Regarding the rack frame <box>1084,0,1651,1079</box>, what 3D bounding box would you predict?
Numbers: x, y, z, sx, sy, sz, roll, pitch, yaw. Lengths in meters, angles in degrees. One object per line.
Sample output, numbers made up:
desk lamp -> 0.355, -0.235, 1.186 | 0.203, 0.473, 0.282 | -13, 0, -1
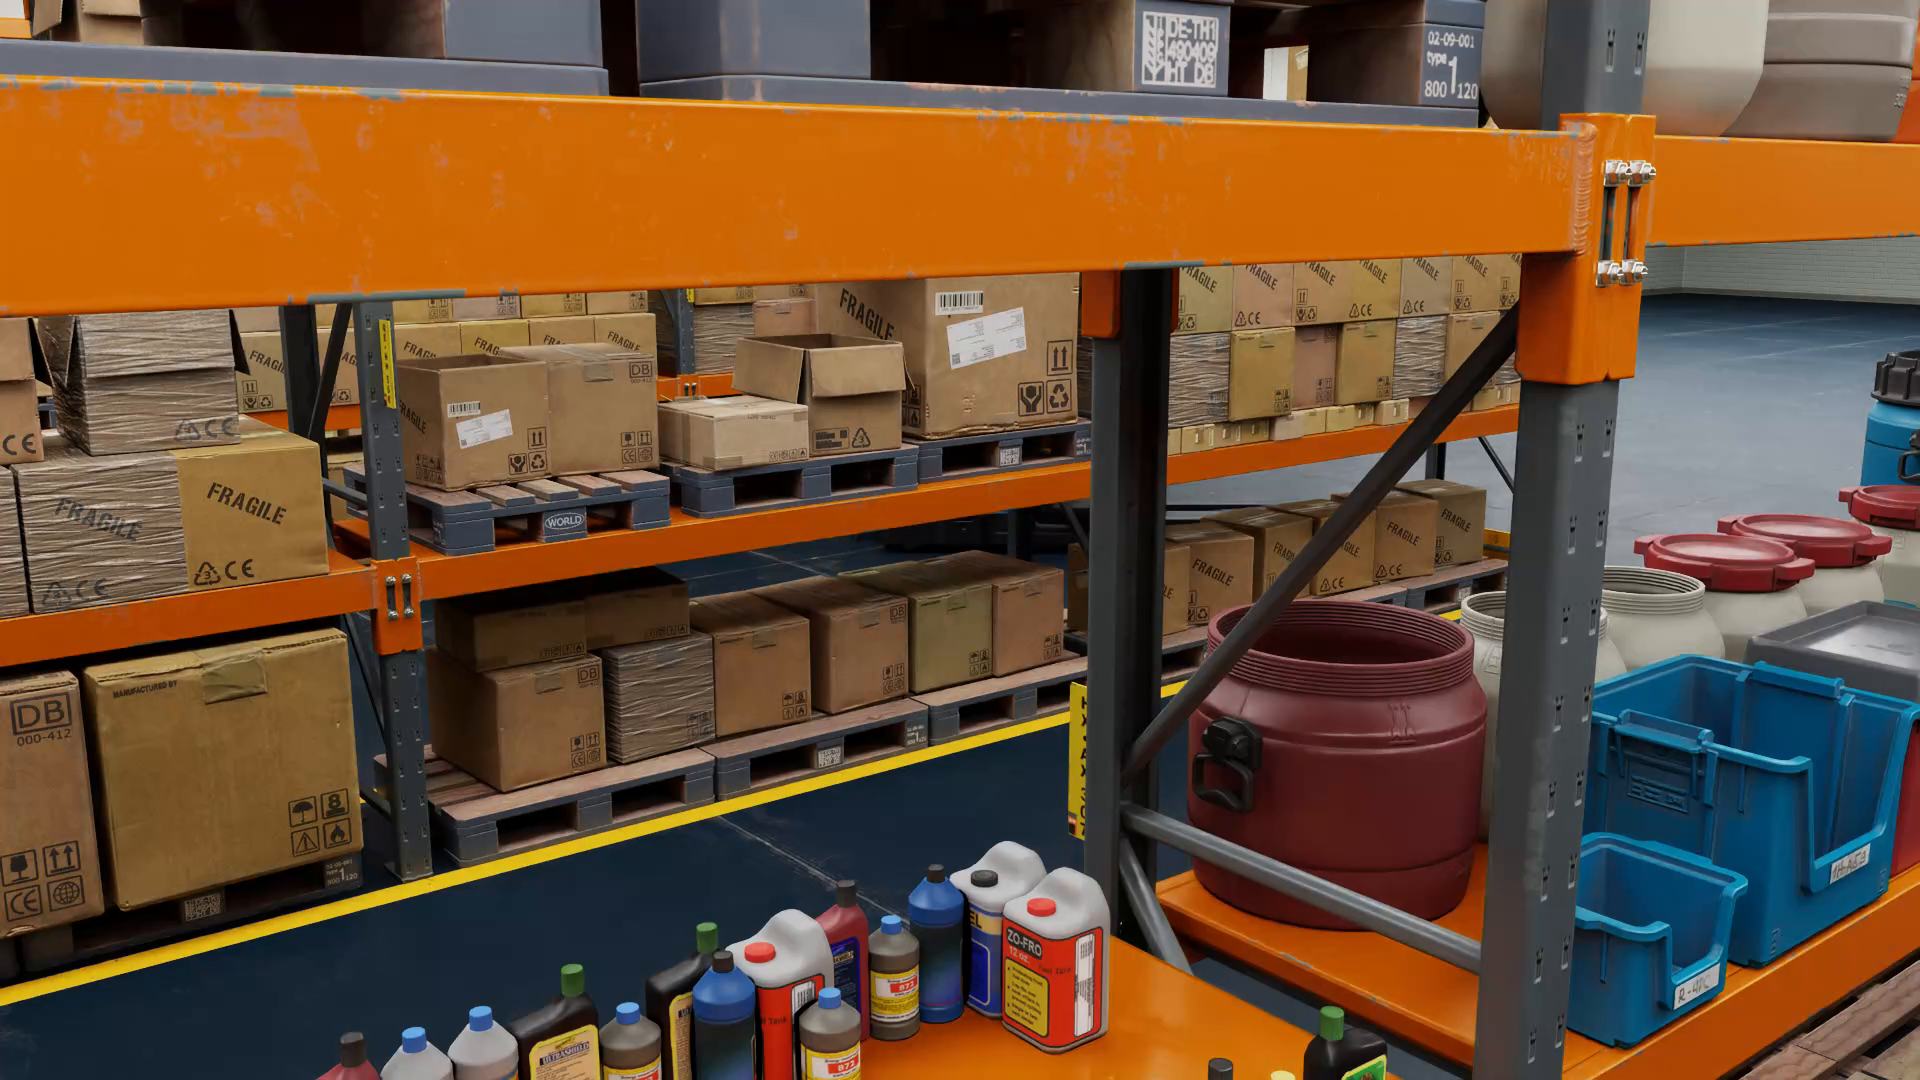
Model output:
rack frame -> 0.606, 0.624, 2.971 | 0.127, 3.000, 1.000 | -9, 15, -38

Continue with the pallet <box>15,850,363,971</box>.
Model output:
pallet -> -3.151, 1.274, 6.619 | 1.213, 0.211, 1.003 | -9, 15, -38

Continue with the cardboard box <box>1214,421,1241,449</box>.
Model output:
cardboard box -> 1.372, -0.622, 9.443 | 0.250, 0.149, 0.380 | -9, 15, -38

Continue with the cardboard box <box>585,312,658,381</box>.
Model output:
cardboard box -> -2.625, -1.454, 12.515 | 0.500, 0.500, 0.500 | -10, 15, -38

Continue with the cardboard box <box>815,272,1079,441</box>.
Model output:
cardboard box -> -0.073, -1.117, 8.714 | 1.000, 1.000, 1.000 | -9, 15, -37

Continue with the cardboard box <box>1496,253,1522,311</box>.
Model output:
cardboard box -> 3.483, -1.790, 10.973 | 0.500, 0.500, 0.500 | -9, 15, -38

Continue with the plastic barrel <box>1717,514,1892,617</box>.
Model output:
plastic barrel -> 2.272, 0.222, 4.536 | 0.433, 0.535, 0.433 | 0, 12, 0

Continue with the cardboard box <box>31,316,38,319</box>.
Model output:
cardboard box -> -8.068, -1.913, 14.510 | 0.250, 0.149, 0.380 | -11, 16, -41

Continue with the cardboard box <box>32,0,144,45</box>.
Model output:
cardboard box -> -2.920, -1.812, 5.960 | 0.637, 0.503, 0.797 | -8, 15, -34

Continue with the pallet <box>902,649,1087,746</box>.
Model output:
pallet -> 0.028, 0.766, 9.011 | 1.213, 0.211, 1.003 | -9, 15, -38

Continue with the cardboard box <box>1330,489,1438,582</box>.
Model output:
cardboard box -> 2.815, -0.039, 11.098 | 0.500, 0.500, 0.500 | -5, 13, -23

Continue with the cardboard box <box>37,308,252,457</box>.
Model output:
cardboard box -> -3.070, -0.627, 6.205 | 0.637, 0.503, 0.797 | -9, 15, -36

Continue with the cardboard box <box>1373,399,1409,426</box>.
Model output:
cardboard box -> 2.559, -0.813, 10.340 | 0.250, 0.149, 0.380 | -9, 15, -38

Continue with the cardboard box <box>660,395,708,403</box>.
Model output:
cardboard box -> -1.355, -0.580, 7.950 | 0.258, 0.266, 0.396 | -10, 16, -39

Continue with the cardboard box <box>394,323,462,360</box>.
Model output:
cardboard box -> -3.809, -1.257, 11.586 | 0.500, 0.500, 0.500 | -10, 15, -38

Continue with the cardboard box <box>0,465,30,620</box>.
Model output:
cardboard box -> -3.515, 0.007, 5.633 | 0.500, 0.500, 0.500 | -10, 16, -39

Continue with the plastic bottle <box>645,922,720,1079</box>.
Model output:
plastic bottle -> -0.429, 0.754, 2.636 | 0.133, 0.283, 0.061 | -9, 15, -38

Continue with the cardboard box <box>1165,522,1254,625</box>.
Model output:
cardboard box -> 1.415, 0.198, 9.984 | 0.500, 0.500, 0.500 | -4, 13, -20

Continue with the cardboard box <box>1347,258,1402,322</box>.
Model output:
cardboard box -> 2.309, -1.596, 10.060 | 0.500, 0.500, 0.500 | -9, 15, -38

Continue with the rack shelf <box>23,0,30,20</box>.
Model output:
rack shelf -> -7.070, -3.125, 8.875 | 4.000, 0.370, 1.077 | -9, 15, -38

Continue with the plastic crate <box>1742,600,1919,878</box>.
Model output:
plastic crate -> 2.059, 0.432, 3.718 | 0.583, 0.464, 0.402 | -9, 15, -38

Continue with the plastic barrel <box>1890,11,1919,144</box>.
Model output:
plastic barrel -> 1.893, -1.210, 3.350 | 0.708, 0.830, 0.600 | -9, 15, -38

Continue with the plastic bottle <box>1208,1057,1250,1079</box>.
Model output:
plastic bottle -> 0.376, 0.832, 2.269 | 0.133, 0.283, 0.061 | -9, 15, -38

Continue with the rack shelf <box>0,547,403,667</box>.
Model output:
rack shelf -> -4.050, 0.432, 5.607 | 4.000, 0.370, 1.077 | -9, 15, -38

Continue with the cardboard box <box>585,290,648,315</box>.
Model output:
cardboard box -> -2.769, -1.989, 12.627 | 0.500, 0.500, 0.700 | -10, 15, -39

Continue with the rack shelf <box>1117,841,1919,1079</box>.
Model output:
rack shelf -> 2.167, 0.716, 4.268 | 4.000, 0.370, 1.077 | -9, 15, -38

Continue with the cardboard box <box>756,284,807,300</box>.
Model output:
cardboard box -> -1.718, -2.251, 13.545 | 0.550, 0.550, 0.875 | -9, 15, -38

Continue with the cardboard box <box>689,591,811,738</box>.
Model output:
cardboard box -> -1.114, 0.589, 8.093 | 0.500, 0.500, 0.700 | -8, 14, -33

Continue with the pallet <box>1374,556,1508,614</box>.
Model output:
pallet -> 3.043, 0.256, 11.416 | 1.213, 0.211, 1.003 | -9, 15, -38

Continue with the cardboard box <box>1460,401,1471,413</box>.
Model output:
cardboard box -> 3.101, -0.921, 10.852 | 0.250, 0.149, 0.380 | -9, 15, -38

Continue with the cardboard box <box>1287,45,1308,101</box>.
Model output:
cardboard box -> 2.430, -2.975, 10.537 | 0.500, 0.500, 0.500 | -10, 15, -38

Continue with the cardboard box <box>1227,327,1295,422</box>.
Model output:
cardboard box -> 1.437, -1.001, 9.663 | 0.500, 0.500, 0.875 | -9, 15, -38

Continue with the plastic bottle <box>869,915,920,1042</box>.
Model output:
plastic bottle -> -0.118, 0.748, 2.864 | 0.097, 0.201, 0.097 | 0, 12, 0

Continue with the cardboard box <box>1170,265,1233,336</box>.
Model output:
cardboard box -> 1.145, -1.400, 9.134 | 0.500, 0.500, 0.500 | -9, 15, -38

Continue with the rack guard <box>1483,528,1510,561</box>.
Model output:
rack guard -> 3.699, 0.015, 11.856 | 0.348, 0.500, 1.175 | -9, 15, -38

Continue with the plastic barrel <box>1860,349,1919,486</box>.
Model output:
plastic barrel -> 3.238, -0.140, 5.358 | 0.708, 0.901, 0.600 | -9, 15, -38

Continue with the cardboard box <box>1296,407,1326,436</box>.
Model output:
cardboard box -> 1.951, -0.721, 9.909 | 0.250, 0.149, 0.380 | -9, 15, -38

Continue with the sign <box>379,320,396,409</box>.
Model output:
sign -> -2.139, -0.657, 6.212 | 0.005, 0.325, 0.100 | -9, 15, -38

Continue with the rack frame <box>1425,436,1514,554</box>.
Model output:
rack frame -> 3.758, -1.218, 11.643 | 0.127, 3.000, 1.000 | -9, 15, -38

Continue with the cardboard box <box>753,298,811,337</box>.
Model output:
cardboard box -> -1.689, -1.715, 13.621 | 0.550, 0.550, 0.875 | -9, 15, -38

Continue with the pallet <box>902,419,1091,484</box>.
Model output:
pallet -> -0.053, -0.529, 8.862 | 1.213, 0.211, 1.003 | -9, 15, -38

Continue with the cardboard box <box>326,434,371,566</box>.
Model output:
cardboard box -> -4.296, -0.281, 11.635 | 0.750, 0.750, 1.050 | -9, 15, -37

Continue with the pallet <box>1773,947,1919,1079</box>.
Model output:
pallet -> 3.140, 1.577, 5.195 | 1.213, 0.211, 1.003 | -9, 15, -38

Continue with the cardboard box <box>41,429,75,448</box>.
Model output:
cardboard box -> -3.439, -0.142, 6.338 | 0.500, 0.500, 0.500 | -10, 16, -39

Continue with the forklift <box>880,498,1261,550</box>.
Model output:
forklift -> 0.905, -1.439, 12.849 | 3.031, 2.935, 1.130 | 0, 12, 0

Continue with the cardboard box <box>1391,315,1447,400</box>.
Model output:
cardboard box -> 2.579, -1.203, 10.617 | 0.500, 0.500, 0.875 | -9, 15, -38

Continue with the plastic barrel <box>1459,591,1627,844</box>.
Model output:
plastic barrel -> 1.276, 0.401, 3.751 | 0.421, 0.512, 0.421 | 0, 12, 0

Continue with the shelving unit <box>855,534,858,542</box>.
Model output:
shelving unit -> -0.718, -0.449, 13.079 | 0.210, 0.900, 0.258 | 0, 12, 0

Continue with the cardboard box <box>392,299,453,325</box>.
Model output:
cardboard box -> -3.959, -1.791, 11.695 | 0.500, 0.500, 0.700 | -10, 15, -38

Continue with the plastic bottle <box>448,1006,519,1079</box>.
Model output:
plastic bottle -> -0.687, 0.808, 2.411 | 0.097, 0.271, 0.097 | 0, 12, 0

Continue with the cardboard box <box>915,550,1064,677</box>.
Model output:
cardboard box -> 0.142, 0.385, 9.054 | 0.500, 0.500, 0.700 | -11, 16, -42

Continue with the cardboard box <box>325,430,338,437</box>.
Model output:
cardboard box -> -6.523, -1.064, 16.233 | 0.625, 0.372, 0.950 | -8, 15, -34

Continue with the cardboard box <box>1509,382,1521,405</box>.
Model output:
cardboard box -> 3.665, -1.025, 11.337 | 0.250, 0.149, 0.380 | -9, 15, -38

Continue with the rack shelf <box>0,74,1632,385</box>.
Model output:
rack shelf -> -0.956, -0.232, 1.512 | 4.000, 0.370, 1.077 | -9, 15, -38

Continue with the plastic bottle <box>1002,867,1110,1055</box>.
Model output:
plastic bottle -> 0.161, 0.713, 2.850 | 0.135, 0.276, 0.152 | -9, 15, -38
